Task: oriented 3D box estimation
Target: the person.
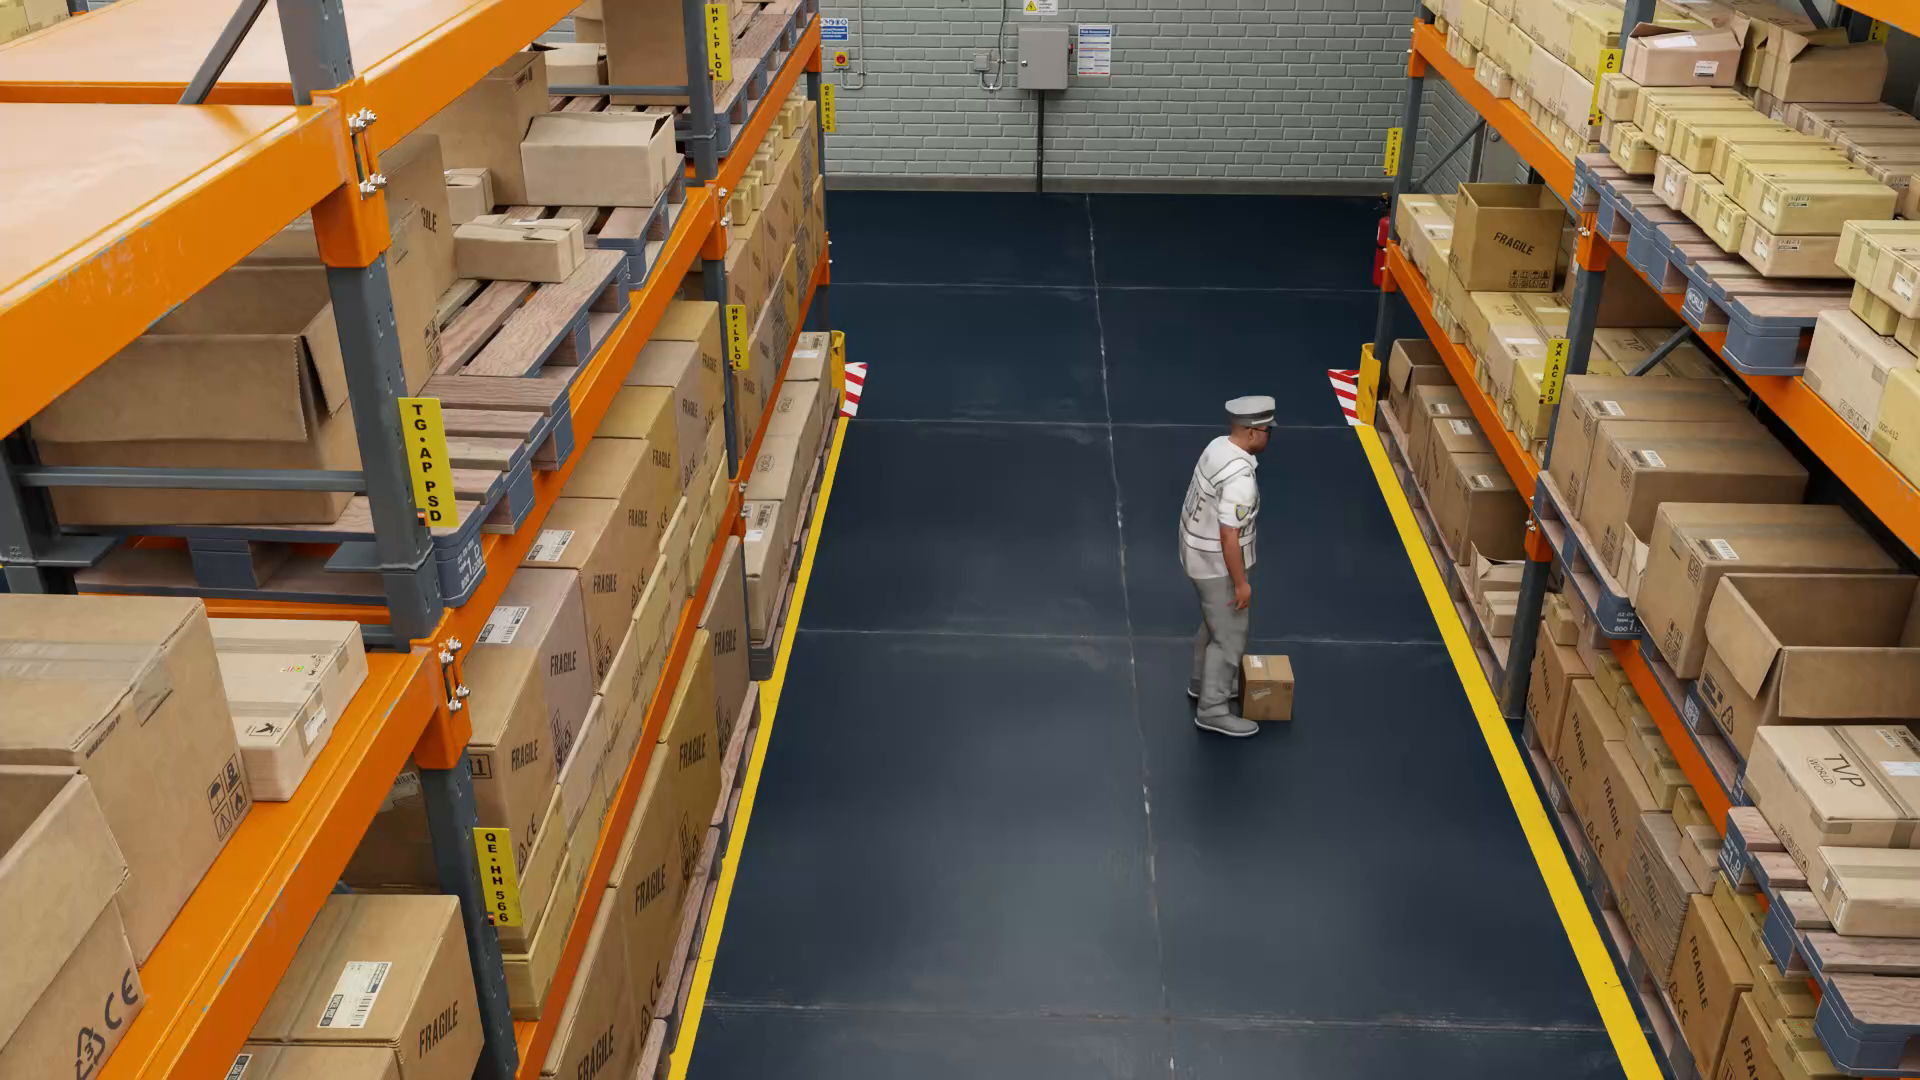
[{"bbox_3d":[1.330,0.110,8.405,0.439,1.747,0.604,-1,28,-1],"label":"person"}]
